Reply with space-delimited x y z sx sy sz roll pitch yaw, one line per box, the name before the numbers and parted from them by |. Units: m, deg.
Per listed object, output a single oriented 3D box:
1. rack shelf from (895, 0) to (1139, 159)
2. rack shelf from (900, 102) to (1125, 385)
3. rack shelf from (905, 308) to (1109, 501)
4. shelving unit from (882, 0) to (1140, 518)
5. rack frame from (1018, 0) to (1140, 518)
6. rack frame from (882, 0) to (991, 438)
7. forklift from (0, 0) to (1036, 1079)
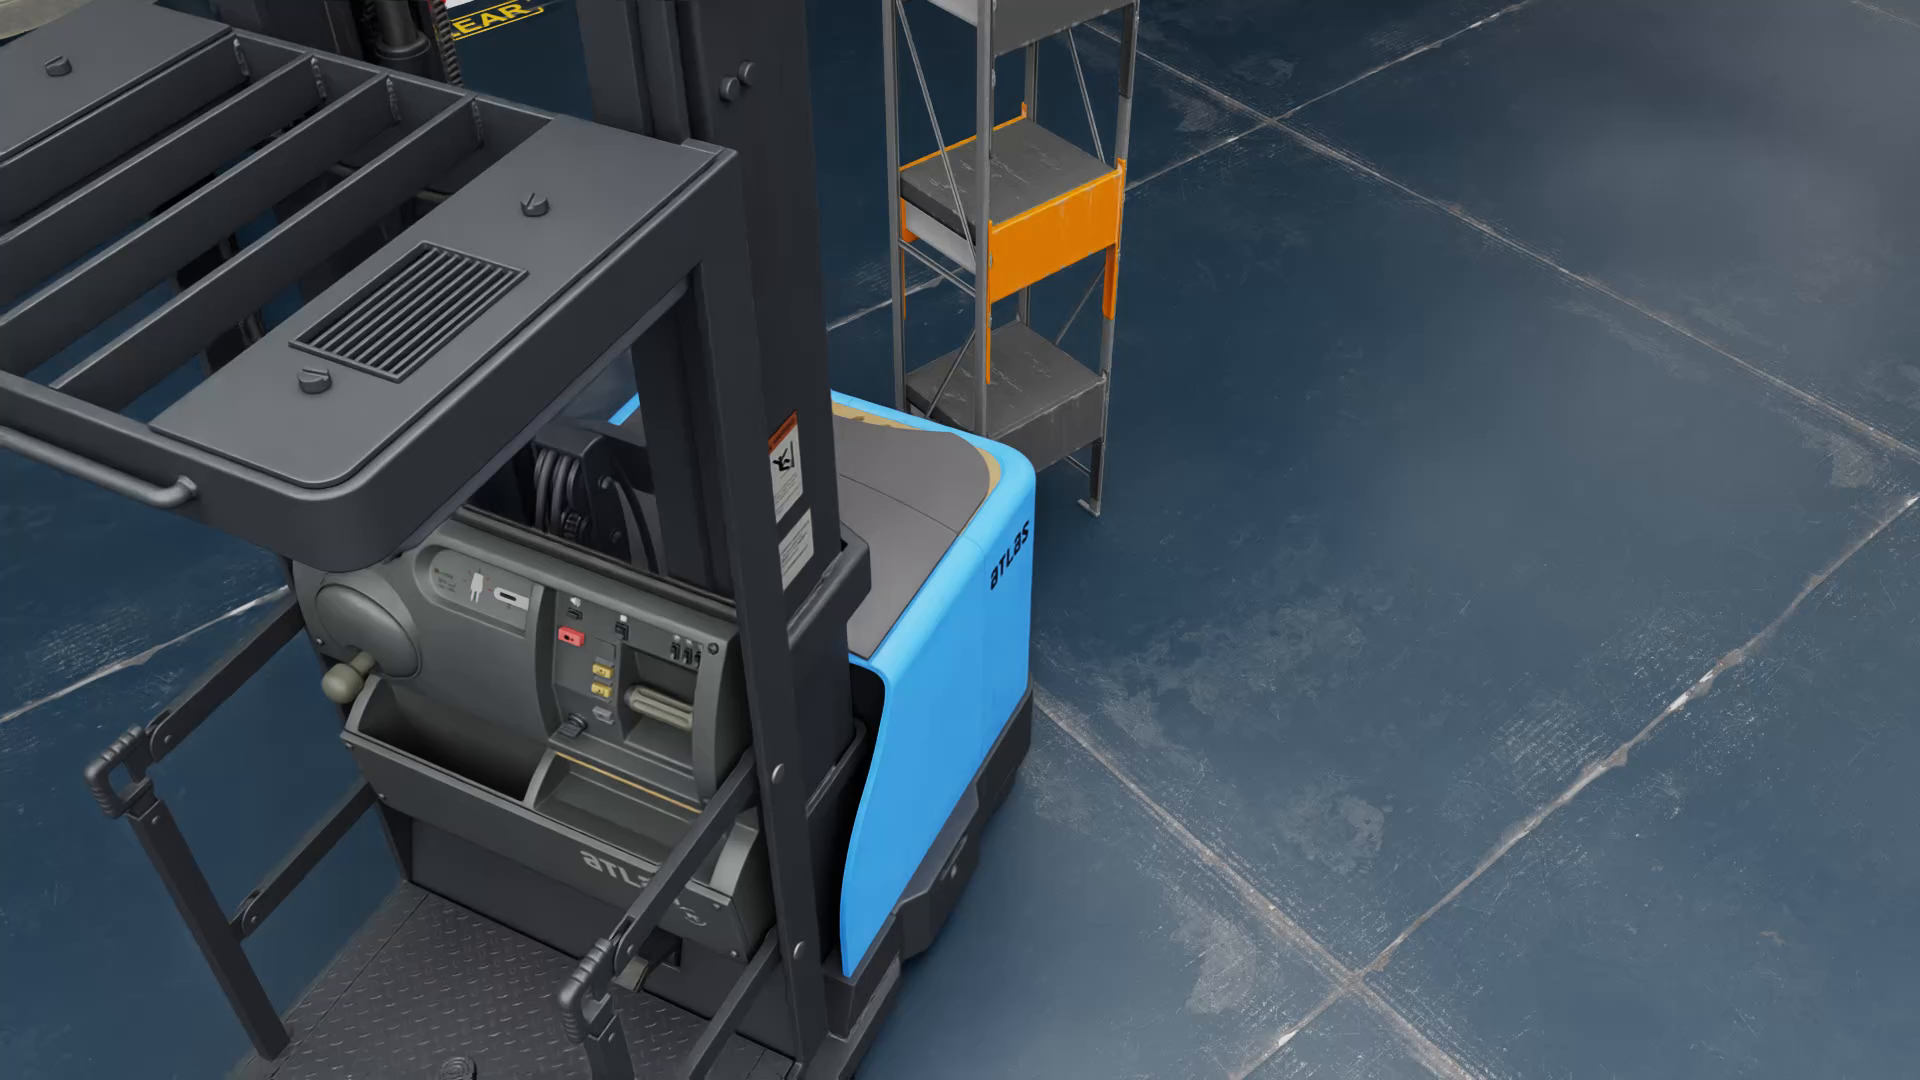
rack shelf | 0.127 -1.338 4.139 0.480 0.518 0.431 -30 51 -28
rack shelf | 0.127 -0.828 4.618 0.480 0.518 0.431 -30 51 -28
rack shelf | 0.127 -0.318 5.097 0.480 0.518 0.431 -30 51 -28
shelving unit | 0.127 -0.838 4.609 0.503 2.100 0.431 -30 51 -28
rack frame | 0.314 -0.945 4.723 0.015 2.100 0.400 -30 51 -28
rack frame | -0.060 -0.731 4.494 0.015 2.100 0.400 -30 51 -28
forklift | -0.907 0.270 2.821 1.130 2.935 3.031 19 46 19
